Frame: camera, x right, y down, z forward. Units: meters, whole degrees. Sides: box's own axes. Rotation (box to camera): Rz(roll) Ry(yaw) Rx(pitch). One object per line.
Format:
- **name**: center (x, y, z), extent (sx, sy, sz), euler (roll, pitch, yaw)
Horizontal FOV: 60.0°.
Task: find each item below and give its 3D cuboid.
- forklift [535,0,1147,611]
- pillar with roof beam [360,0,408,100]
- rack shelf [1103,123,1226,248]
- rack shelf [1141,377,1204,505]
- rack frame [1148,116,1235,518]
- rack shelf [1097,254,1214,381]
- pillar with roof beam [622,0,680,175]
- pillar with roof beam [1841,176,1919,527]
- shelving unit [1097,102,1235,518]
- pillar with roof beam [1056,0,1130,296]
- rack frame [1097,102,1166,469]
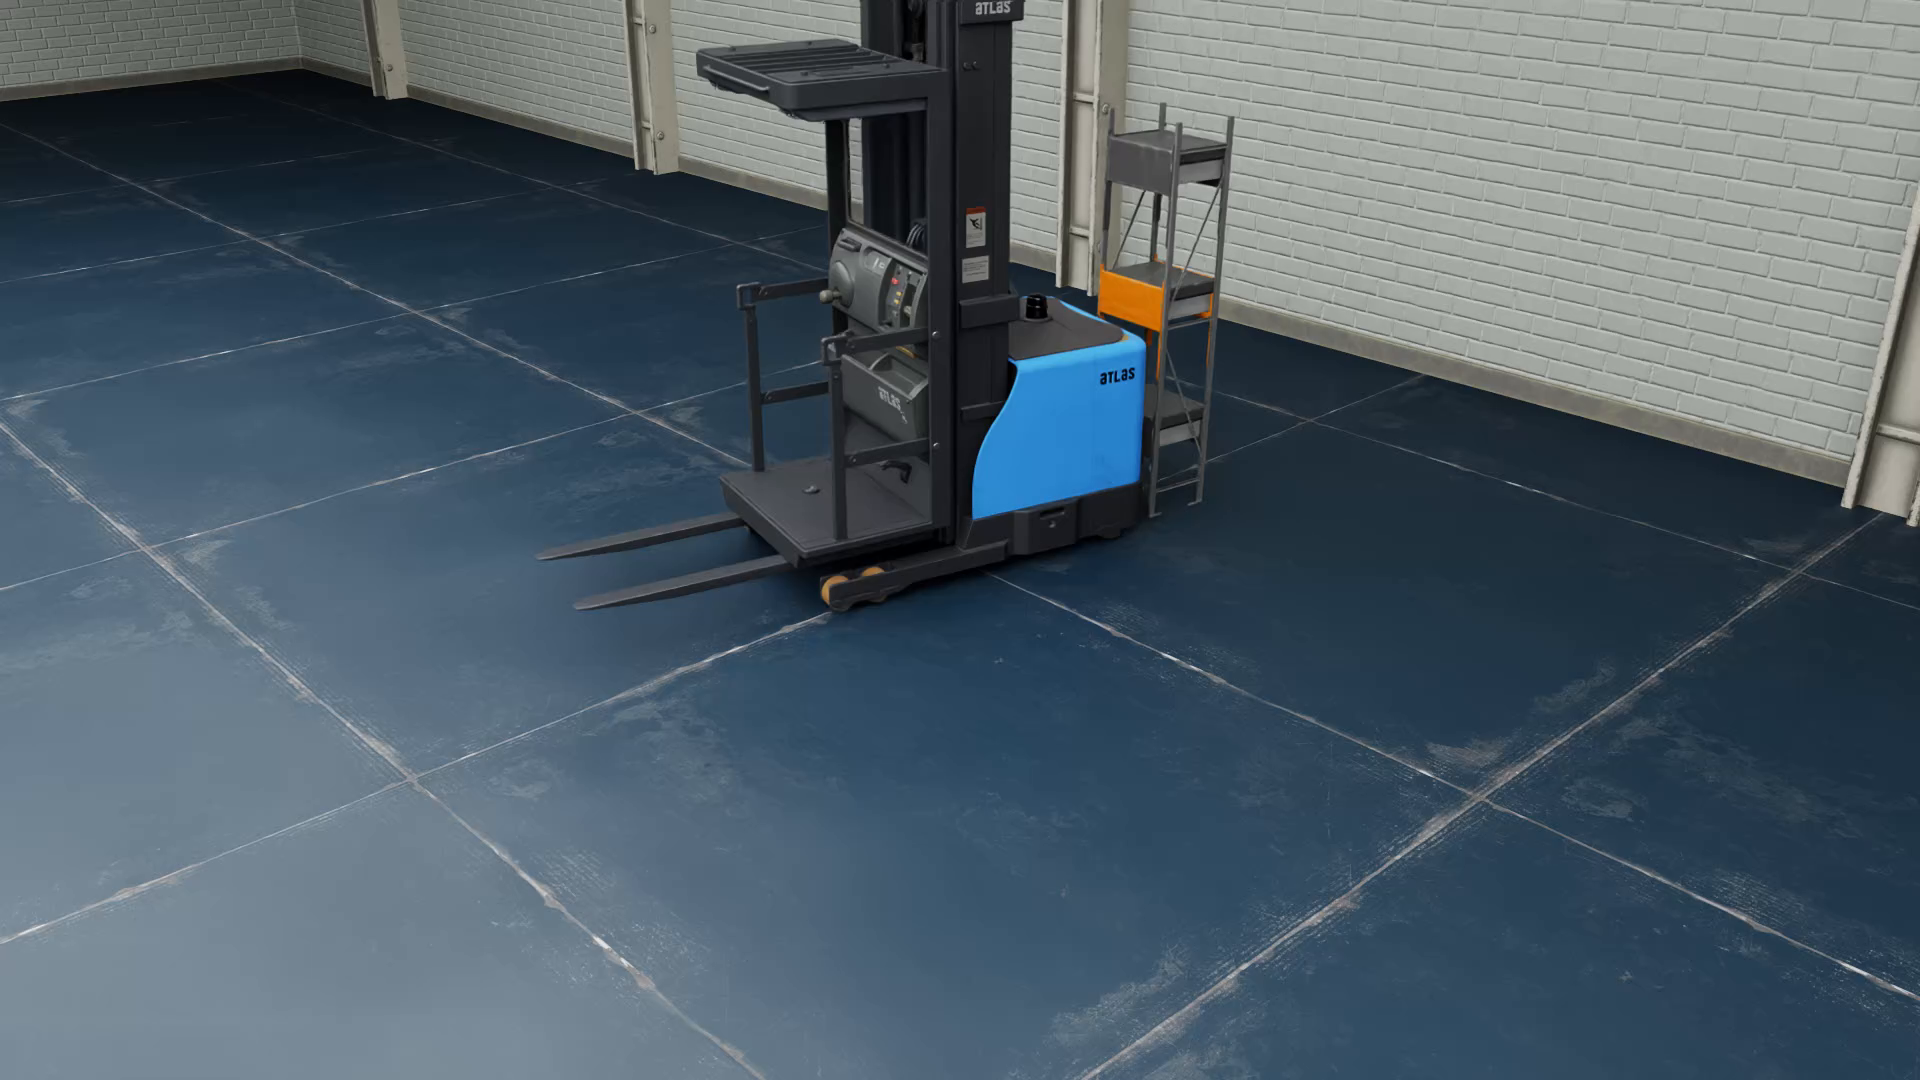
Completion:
- **forklift**: center (-0.578, -1.244, 7.945), extent (3.031, 2.935, 1.130), euler (-13, 28, -26)
- **pillar with roof beam**: center (-10.345, -8.499, 16.538), extent (9.100, 9.000, 0.400), euler (-21, 32, -38)
- **rack shelf**: center (1.062, -1.835, 8.576), extent (0.431, 0.518, 0.480), euler (-16, 29, -35)
- **rack shelf**: center (1.034, -0.553, 9.137), extent (0.431, 0.518, 0.480), euler (-16, 29, -35)
- **rack frame**: center (1.198, -1.127, 8.676), extent (0.400, 2.100, 0.015), euler (-16, 29, -35)
- **rack shelf**: center (1.048, -1.194, 8.857), extent (0.431, 0.518, 0.480), euler (-16, 29, -35)
- **pillar with roof beam**: center (-6.244, -6.681, 12.553), extent (9.100, 9.000, 0.400), euler (-21, 32, -38)
- **pillar with roof beam**: center (1.957, -3.046, 4.584), extent (9.100, 9.000, 0.400), euler (-21, 32, -38)
- **shelving unit**: center (1.049, -1.207, 8.851), extent (0.431, 2.100, 0.503), euler (-16, 29, -35)
- **pillar with roof beam**: center (-2.143, -4.863, 8.569), extent (9.100, 9.000, 0.400), euler (-21, 32, -38)
- **rack frame**: center (0.899, -1.287, 9.027), extent (0.400, 2.100, 0.015), euler (-16, 29, -35)
